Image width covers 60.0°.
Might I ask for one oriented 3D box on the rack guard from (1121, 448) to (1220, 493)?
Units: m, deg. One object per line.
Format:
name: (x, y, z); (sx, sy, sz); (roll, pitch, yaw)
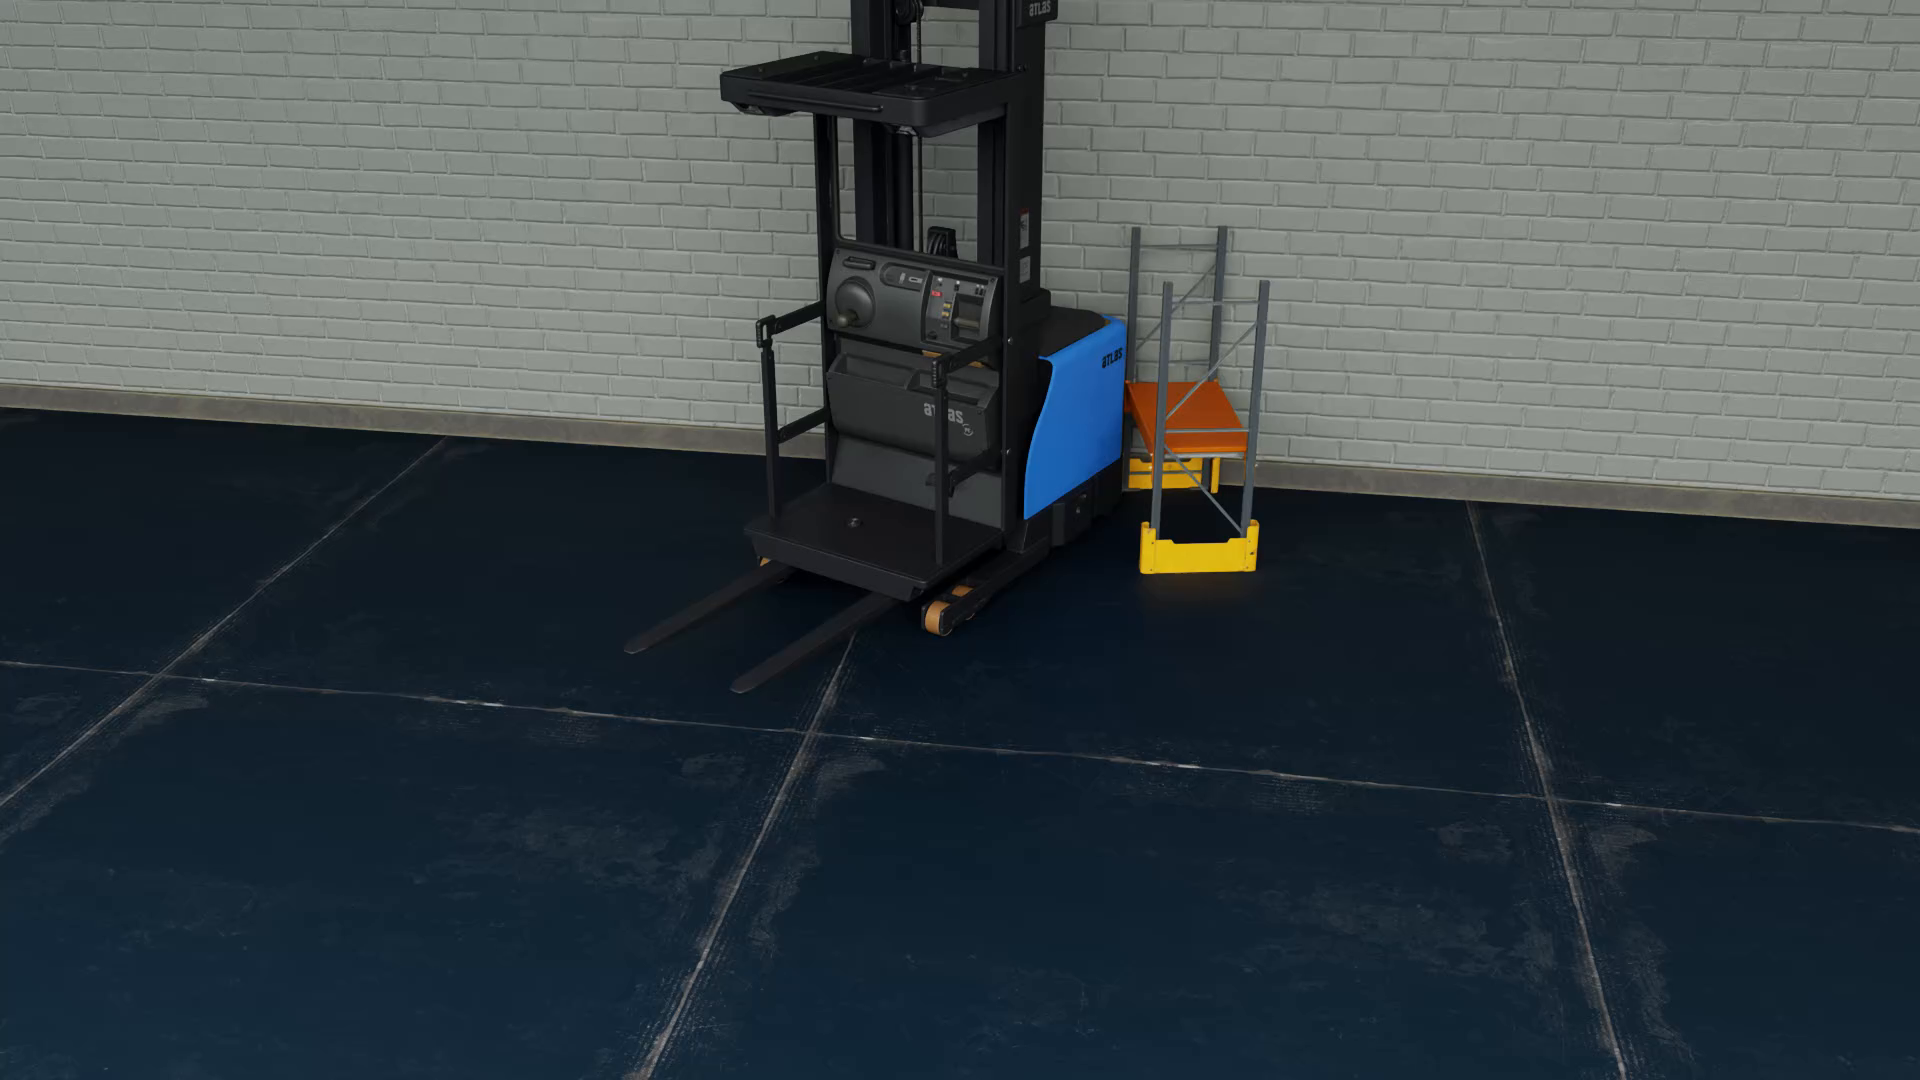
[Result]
rack guard: (1.153, -0.388, 9.285); (0.587, 0.250, 0.087); (-1, 25, -3)

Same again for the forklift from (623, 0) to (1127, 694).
forklift: (-0.348, -1.105, 7.654); (1.130, 2.935, 3.031); (16, 29, 30)

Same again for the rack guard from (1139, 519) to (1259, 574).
rack guard: (1.204, 0.033, 8.384); (0.587, 0.250, 0.087); (-1, 25, -3)

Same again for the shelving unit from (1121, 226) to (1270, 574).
shelving unit: (1.178, -0.744, 8.569); (0.587, 1.500, 1.083); (-1, 25, -3)

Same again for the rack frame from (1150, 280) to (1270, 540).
rack frame: (1.204, -0.532, 8.118); (0.500, 1.500, 0.032); (-1, 25, -3)

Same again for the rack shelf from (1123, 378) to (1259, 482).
rack shelf: (1.178, -0.585, 8.654); (0.538, 0.185, 1.000); (-1, 25, -3)

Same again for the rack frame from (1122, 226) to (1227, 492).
rack frame: (1.152, -0.963, 9.037); (0.500, 1.500, 0.032); (-1, 25, -3)
